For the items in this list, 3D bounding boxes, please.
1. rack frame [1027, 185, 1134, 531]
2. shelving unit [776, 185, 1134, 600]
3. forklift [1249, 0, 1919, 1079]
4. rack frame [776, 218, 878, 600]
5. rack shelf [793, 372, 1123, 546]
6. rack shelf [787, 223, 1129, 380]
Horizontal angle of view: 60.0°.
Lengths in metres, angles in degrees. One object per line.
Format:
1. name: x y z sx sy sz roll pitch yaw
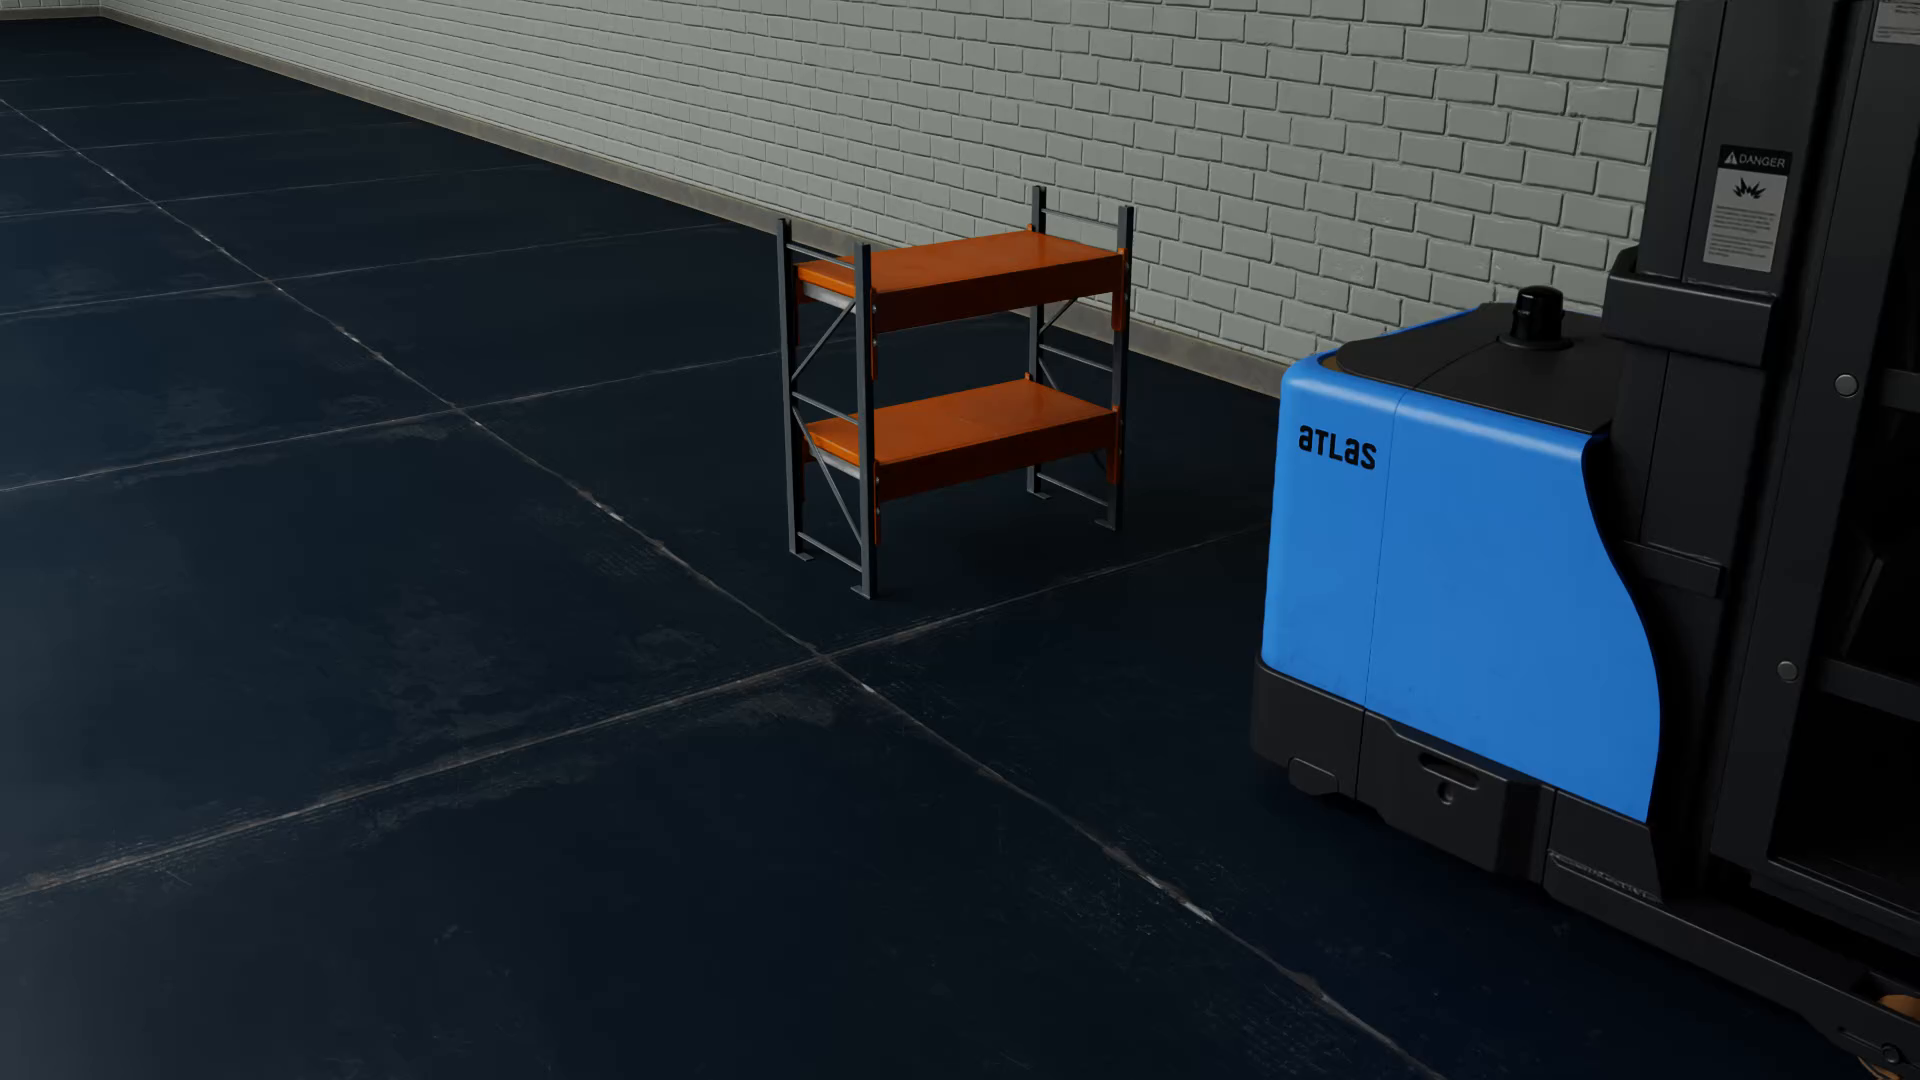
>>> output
1. rack frame: 0.407 -0.631 5.784 0.032 1.125 0.500 -15 26 -33
2. shelving unit: -0.005 -0.521 5.509 1.048 1.125 0.538 -15 26 -33
3. forklift: 2.093 -0.490 2.995 1.130 2.935 3.031 -18 28 -38
4. rack frame: -0.418 -0.411 5.233 0.032 1.125 0.500 -15 26 -33
5. rack shelf: -0.005 -0.294 5.599 1.000 0.278 0.538 -15 26 -33
6. rack shelf: -0.005 -0.793 5.400 1.000 0.278 0.538 -15 26 -33
